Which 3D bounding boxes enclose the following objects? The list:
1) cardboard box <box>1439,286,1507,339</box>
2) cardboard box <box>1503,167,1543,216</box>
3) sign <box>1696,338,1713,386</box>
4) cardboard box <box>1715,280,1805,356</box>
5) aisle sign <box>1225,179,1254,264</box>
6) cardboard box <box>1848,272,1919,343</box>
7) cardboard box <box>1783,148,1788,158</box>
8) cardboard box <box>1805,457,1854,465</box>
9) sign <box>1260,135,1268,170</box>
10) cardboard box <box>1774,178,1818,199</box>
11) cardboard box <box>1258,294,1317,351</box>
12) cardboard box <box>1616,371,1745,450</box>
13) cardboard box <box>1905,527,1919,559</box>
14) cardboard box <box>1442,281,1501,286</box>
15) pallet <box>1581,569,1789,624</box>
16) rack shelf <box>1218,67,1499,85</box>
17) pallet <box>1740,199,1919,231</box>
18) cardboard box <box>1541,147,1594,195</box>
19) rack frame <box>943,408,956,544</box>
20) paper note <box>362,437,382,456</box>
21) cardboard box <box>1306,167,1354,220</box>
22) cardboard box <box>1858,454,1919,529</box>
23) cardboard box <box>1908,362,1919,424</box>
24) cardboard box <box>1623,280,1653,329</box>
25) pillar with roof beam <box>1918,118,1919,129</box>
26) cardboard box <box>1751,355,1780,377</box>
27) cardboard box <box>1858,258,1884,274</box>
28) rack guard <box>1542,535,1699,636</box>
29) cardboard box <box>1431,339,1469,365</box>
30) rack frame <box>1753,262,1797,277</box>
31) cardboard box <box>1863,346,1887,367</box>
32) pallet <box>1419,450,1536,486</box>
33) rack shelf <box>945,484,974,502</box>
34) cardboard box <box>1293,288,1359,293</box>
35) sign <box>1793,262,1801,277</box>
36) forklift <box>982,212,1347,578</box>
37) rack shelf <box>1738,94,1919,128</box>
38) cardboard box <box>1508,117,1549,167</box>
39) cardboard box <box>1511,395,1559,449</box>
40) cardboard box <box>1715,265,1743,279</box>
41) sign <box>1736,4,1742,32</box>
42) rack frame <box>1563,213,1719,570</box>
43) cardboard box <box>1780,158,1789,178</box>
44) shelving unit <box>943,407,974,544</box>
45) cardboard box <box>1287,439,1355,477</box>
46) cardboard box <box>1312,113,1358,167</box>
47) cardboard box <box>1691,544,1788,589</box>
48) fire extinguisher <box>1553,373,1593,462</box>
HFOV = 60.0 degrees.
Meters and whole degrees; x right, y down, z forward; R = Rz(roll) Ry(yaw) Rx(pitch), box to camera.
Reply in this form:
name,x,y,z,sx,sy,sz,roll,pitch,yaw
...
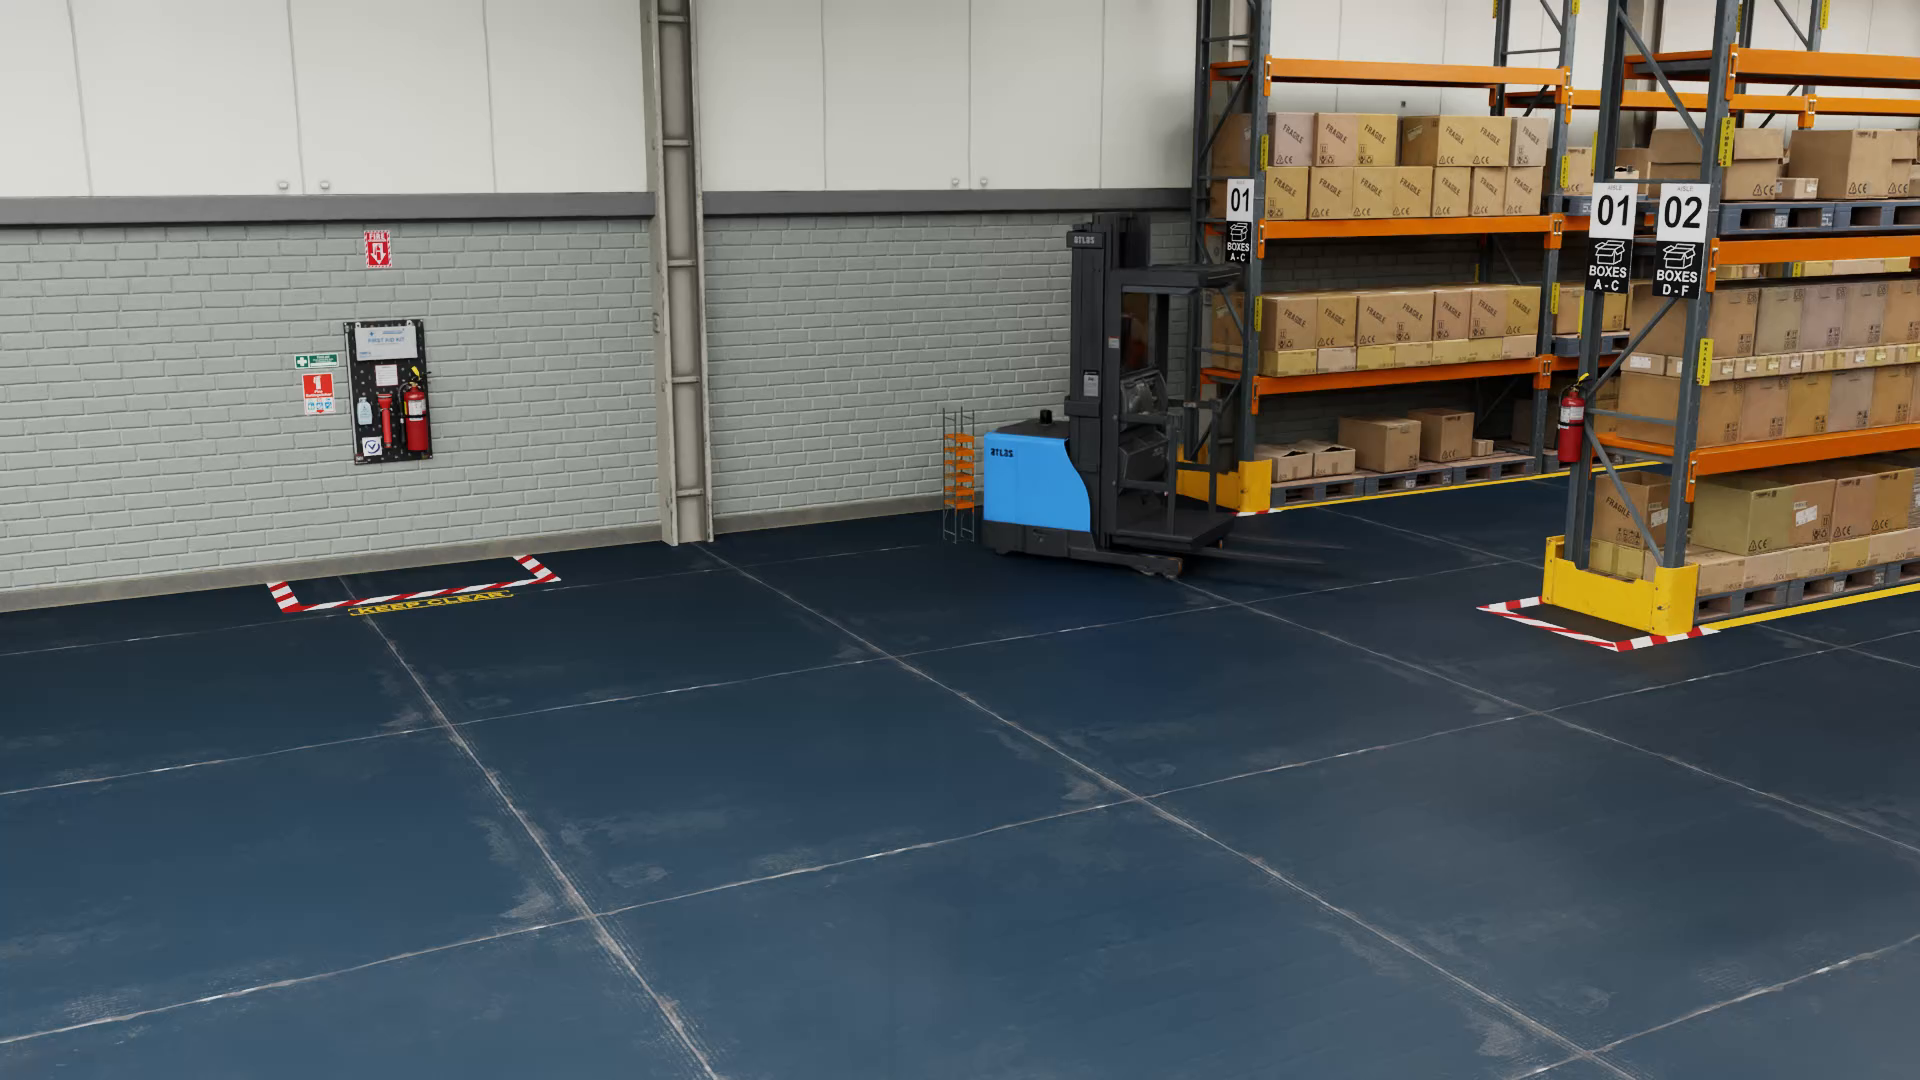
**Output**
name,x,y,z,sx,sy,sz,roll,pitch,yaw
cardboard box,5.403,-2.411,17.578,0.500,0.500,0.500,-7,14,-28
cardboard box,5.778,-3.692,17.579,0.500,0.500,0.500,-6,14,-26
sign,5.232,-1.250,11.679,0.005,0.325,0.100,-7,14,-28
cardboard box,5.892,-1.687,12.590,0.500,0.500,0.700,-7,15,-29
aisle sign,2.675,-3.054,15.925,0.004,0.787,0.394,-7,14,-28
cardboard box,7.653,-1.898,13.527,0.500,0.500,0.700,-7,14,-28
cardboard box,10.006,-4.480,20.123,0.500,0.500,0.700,-8,15,-32
cardboard box,7.047,-0.453,13.887,0.500,0.500,0.500,-7,14,-28
sign,2.854,-3.636,15.611,0.005,0.325,0.100,-7,14,-28
cardboard box,6.088,-2.600,12.296,0.250,0.149,0.380,-7,14,-28
cardboard box,3.157,-2.145,16.398,0.500,0.500,0.500,-7,14,-28
cardboard box,5.387,-0.992,12.457,0.500,0.500,0.700,-7,14,-28
cardboard box,7.736,-0.039,13.757,0.500,0.250,0.500,-7,14,-28
cardboard box,5.593,-2.565,18.262,0.500,0.500,0.500,-7,15,-29
pallet,5.622,0.375,12.960,1.213,0.211,1.003,-7,14,-28
rack shelf,4.350,-4.705,16.840,3.687,0.071,0.831,-7,14,-28
pallet,6.676,-2.515,12.823,1.213,0.211,1.003,-7,14,-28
cardboard box,6.623,-4.031,18.171,0.500,0.500,0.500,-5,13,-20
rack frame,-0.093,-0.574,14.928,0.006,1.200,0.240,-7,14,-28
paper note,-4.848,-0.772,13.714,0.142,0.148,0.016,-7,14,-28
cardboard box,3.496,-3.409,16.321,0.500,0.500,0.500,-6,14,-24
cardboard box,7.735,-0.405,13.676,0.500,0.500,0.500,-7,14,-28
cardboard box,7.636,-1.261,13.654,0.500,0.500,0.700,-7,14,-28
cardboard box,7.625,-2.715,19.109,0.500,0.500,0.700,-5,14,-20
pillar with roof beam,15.390,-5.451,18.833,0.400,9.000,9.100,-7,14,-28
cardboard box,5.869,-1.316,12.418,0.250,0.149,0.380,-7,14,-28
cardboard box,11.047,-3.370,20.592,0.500,0.250,0.500,-7,14,-27
rack guard,4.950,0.326,12.524,0.348,0.500,1.175,-7,14,-28
cardboard box,4.959,-1.993,17.430,0.500,0.250,0.500,-7,14,-28
rack frame,9.616,-2.692,20.240,0.127,3.000,1.000,-7,14,-28
cardboard box,6.999,-1.451,13.019,0.250,0.149,0.380,-6,14,-26
pallet,5.533,-0.834,18.332,1.213,0.211,1.003,-7,14,-28
rack shelf,-0.013,-0.423,15.007,0.180,0.103,0.258,-7,14,-28
cardboard box,3.804,-2.350,17.307,0.500,0.500,0.500,-7,15,-29
sign,9.884,-3.115,19.662,0.005,0.325,0.100,-7,14,-28
forklift,1.734,-1.248,13.977,3.031,2.935,1.130,7,14,28
rack shelf,11.372,-5.283,20.639,4.000,0.370,1.077,-7,14,-28
cardboard box,5.795,-4.176,17.452,0.500,0.500,0.500,-8,15,-33
cardboard box,6.743,-1.347,18.955,0.500,0.500,0.700,-6,14,-26
cardboard box,9.052,-3.193,19.760,0.250,0.149,0.380,-10,16,-37
sign,9.347,-6.259,19.935,0.005,0.325,0.100,-7,14,-28
rack frame,4.971,-0.896,12.260,0.127,3.000,1.000,-7,14,-28
cardboard box,6.344,-2.820,12.903,0.500,0.311,0.500,-5,14,-21
shelving unit,-0.013,-0.584,14.971,0.189,1.200,0.258,-7,14,-28
cardboard box,3.745,-0.869,17.260,0.500,0.311,0.500,-6,14,-23
cardboard box,3.513,-3.897,16.212,0.500,0.500,0.500,-7,14,-29
cardboard box,5.985,0.173,12.813,0.500,0.250,0.500,-7,14,-28
fire extinguisher,4.645,-0.936,12.611,0.183,0.674,0.296,-7,14,-28
